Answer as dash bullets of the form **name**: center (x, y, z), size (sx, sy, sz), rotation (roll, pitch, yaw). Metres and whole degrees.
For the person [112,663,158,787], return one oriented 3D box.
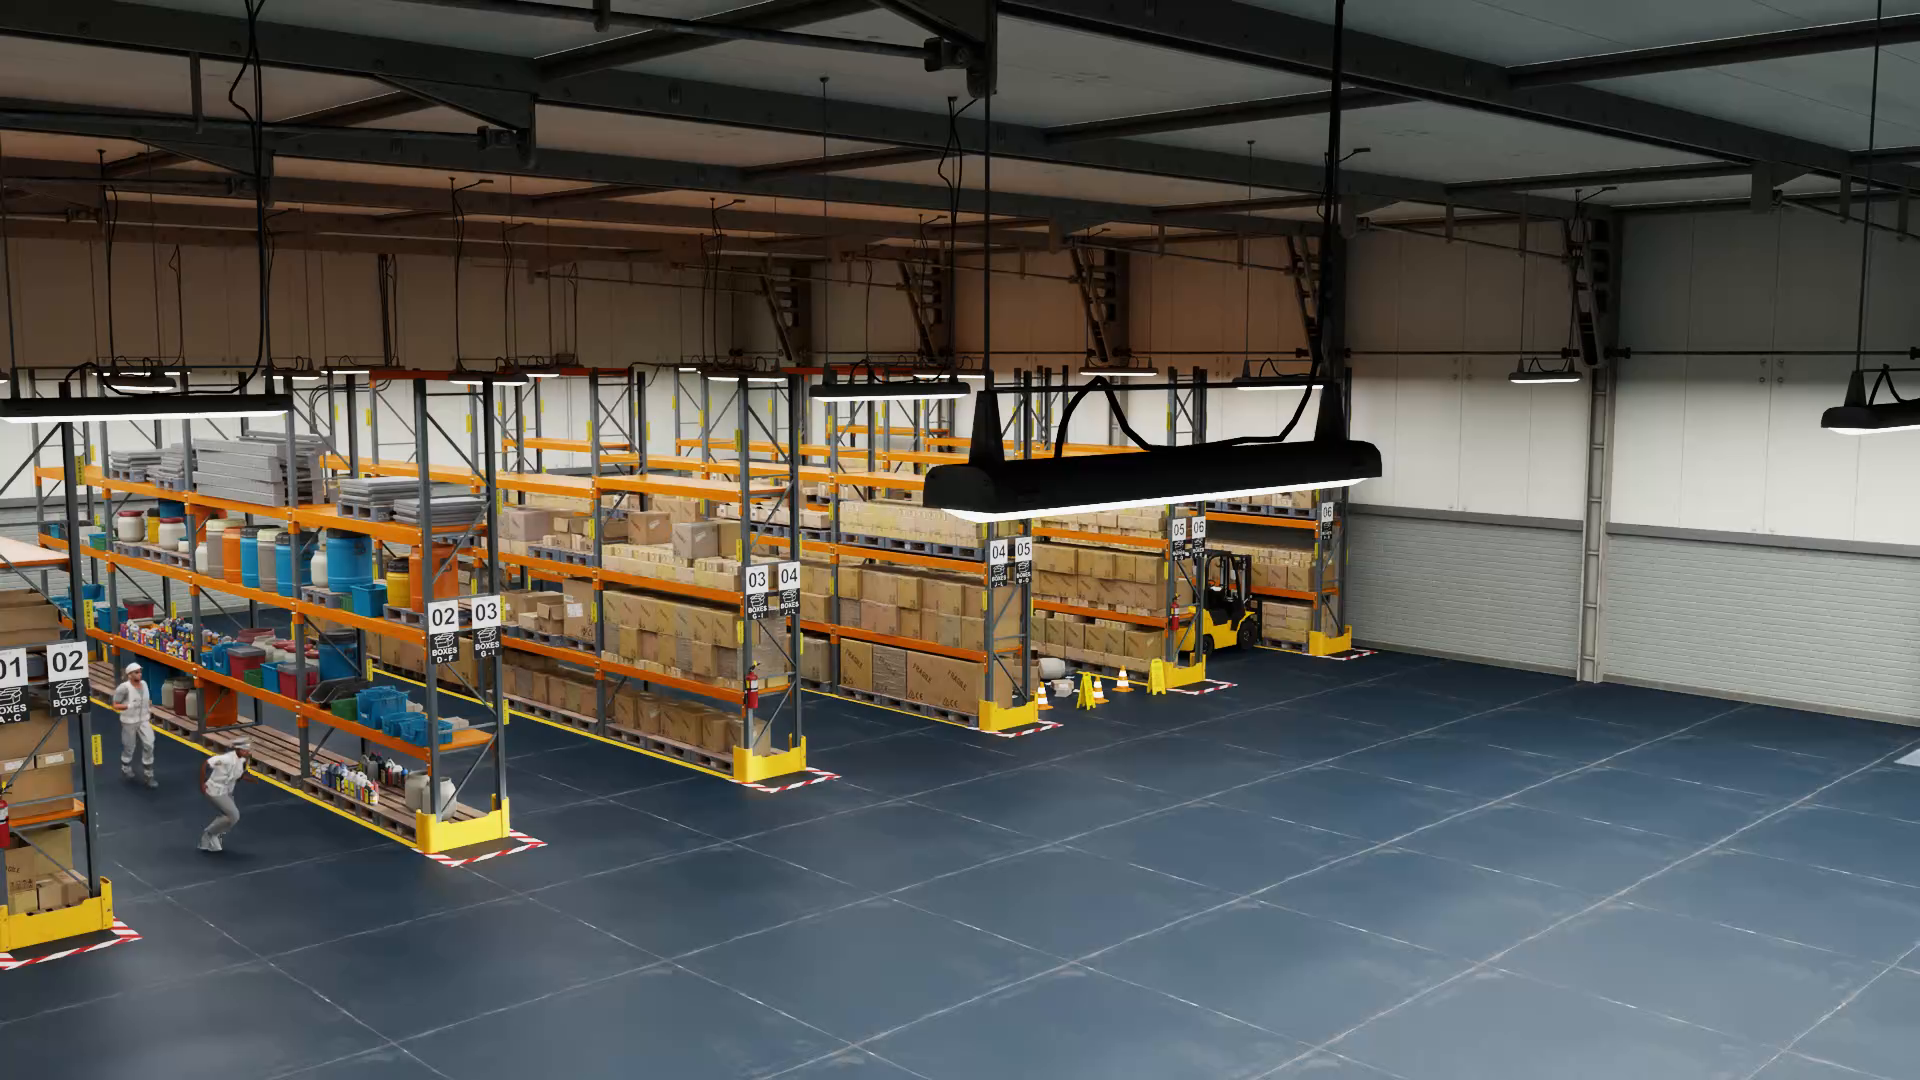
- **person**: center (-12.100, 2.710, 24.336), size (0.792, 1.851, 0.616), rotation (5, 8, 35)

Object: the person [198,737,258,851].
- **person**: center (-9.282, 3.229, 20.985), size (0.851, 1.492, 0.602), rotation (1, 7, 9)
